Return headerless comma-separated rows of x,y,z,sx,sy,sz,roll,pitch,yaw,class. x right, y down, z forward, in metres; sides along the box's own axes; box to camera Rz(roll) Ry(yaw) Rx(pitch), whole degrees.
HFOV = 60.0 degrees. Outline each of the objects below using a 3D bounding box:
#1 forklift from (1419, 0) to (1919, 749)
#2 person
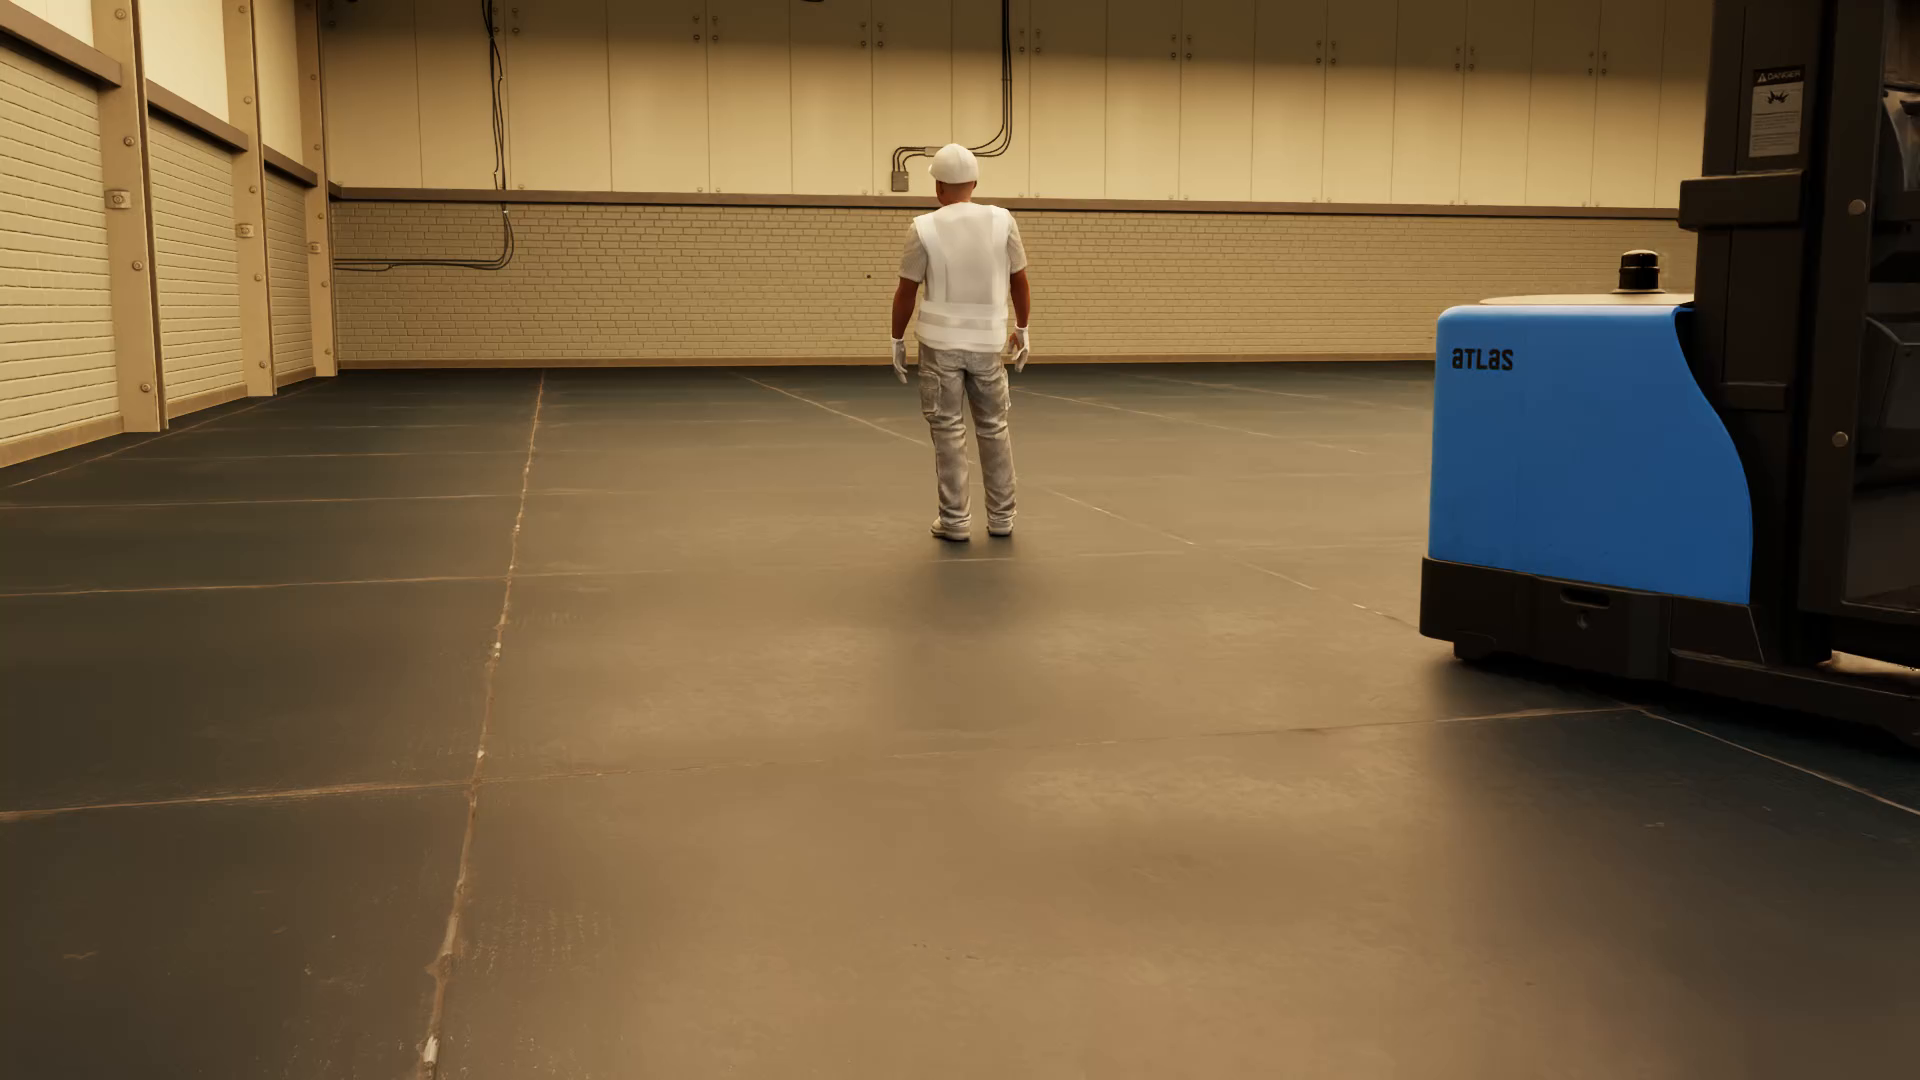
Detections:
2.698,-0.967,4.048,1.130,2.935,3.031,-6,10,-36,forklift
-0.008,-0.900,7.654,0.656,1.782,0.577,-2,8,-13,person
